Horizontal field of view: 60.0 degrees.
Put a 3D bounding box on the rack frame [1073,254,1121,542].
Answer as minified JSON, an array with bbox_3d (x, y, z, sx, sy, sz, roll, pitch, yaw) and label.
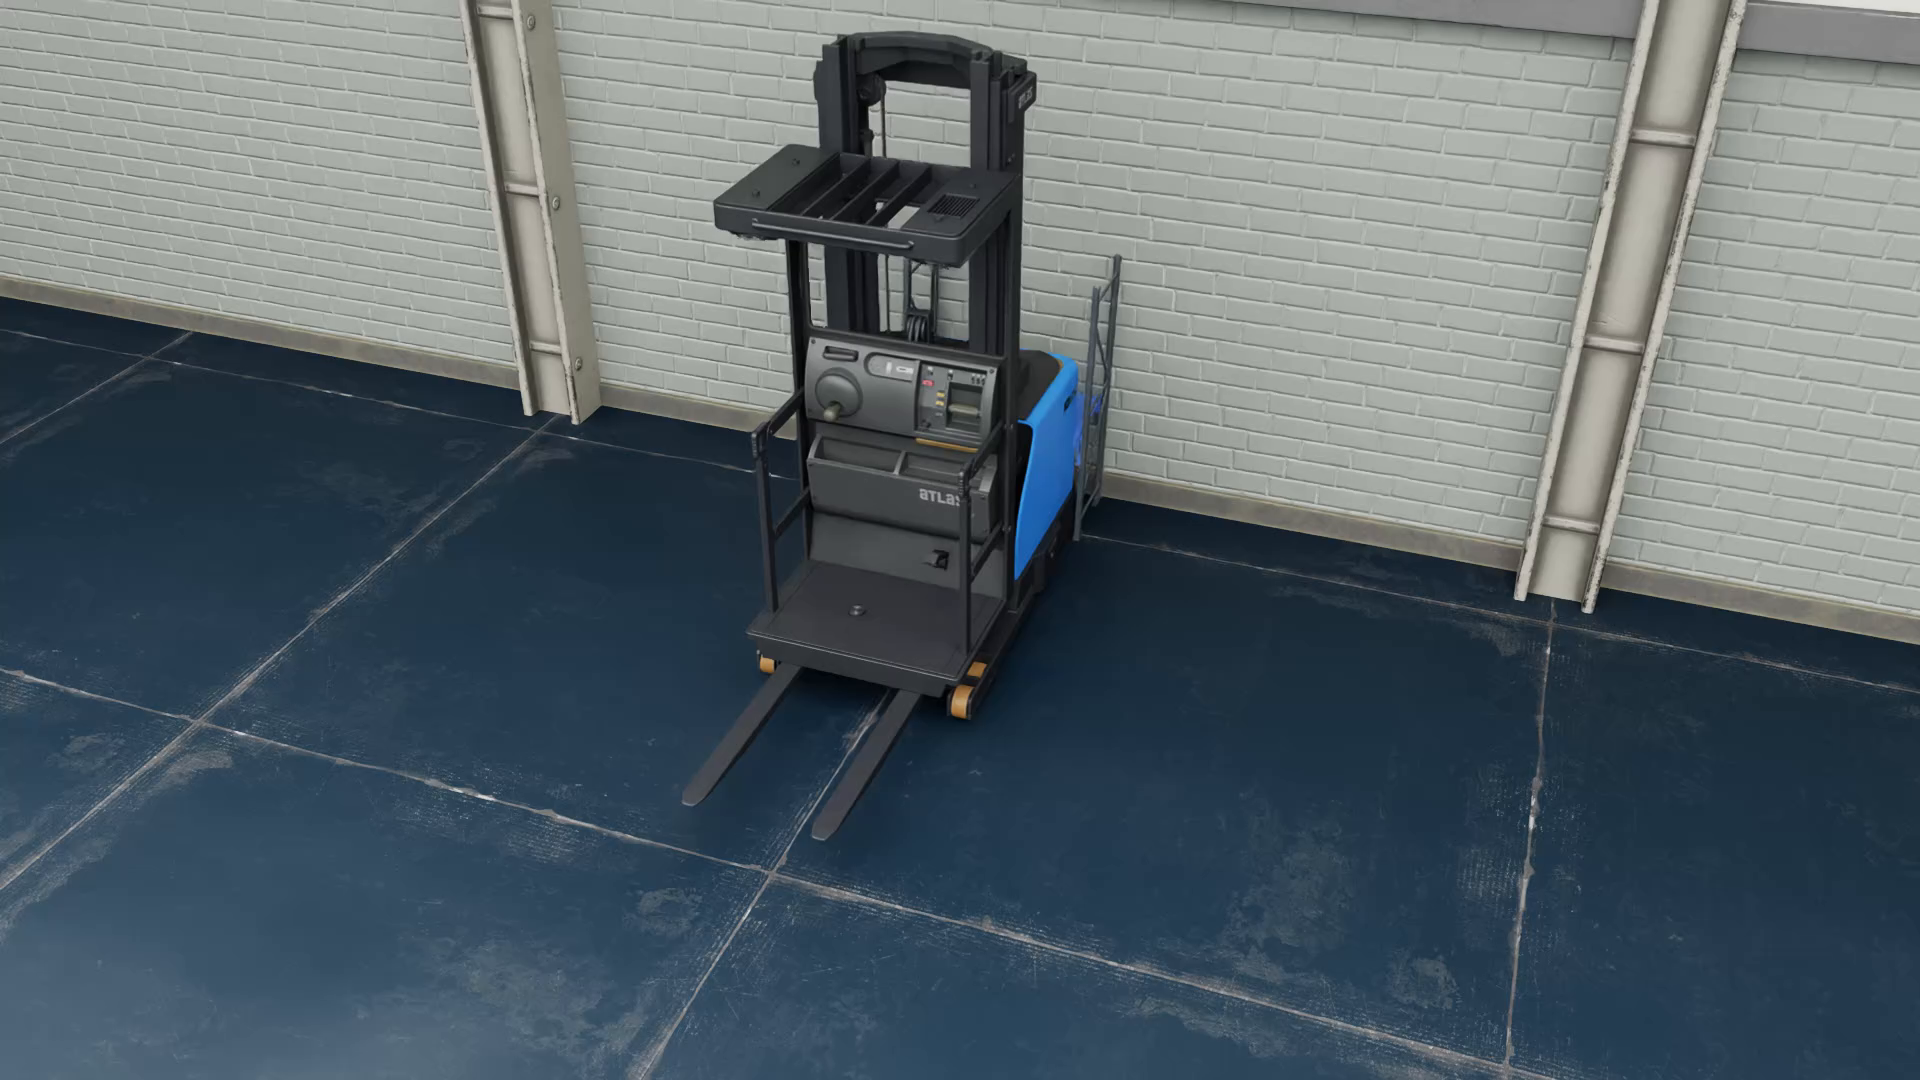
[{"bbox_3d":[0.741,-0.755,9.006,0.032,1.500,0.500,11,33,15],"label":"rack frame"}]

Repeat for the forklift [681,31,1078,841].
[{"bbox_3d":[-0.350,-0.634,7.497,1.130,2.935,3.031,11,35,17],"label":"forklift"}]

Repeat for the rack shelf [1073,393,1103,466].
[{"bbox_3d":[0.253,-0.698,9.228,1.000,0.185,0.538,11,33,15],"label":"rack shelf"}]

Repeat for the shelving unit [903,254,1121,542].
[{"bbox_3d":[0.258,-0.851,9.134,1.048,1.500,0.538,11,33,15],"label":"shelving unit"}]

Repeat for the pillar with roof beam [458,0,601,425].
[{"bbox_3d":[-3.952,-2.413,4.659,0.400,9.000,9.100,11,34,16],"label":"pillar with roof beam"}]

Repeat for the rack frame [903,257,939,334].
[{"bbox_3d":[-0.224,-0.947,9.261,0.032,1.500,0.500,11,33,15],"label":"rack frame"}]

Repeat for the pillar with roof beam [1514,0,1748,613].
[{"bbox_3d":[1.696,-1.315,2.958,0.400,9.000,9.100,11,34,16],"label":"pillar with roof beam"}]
